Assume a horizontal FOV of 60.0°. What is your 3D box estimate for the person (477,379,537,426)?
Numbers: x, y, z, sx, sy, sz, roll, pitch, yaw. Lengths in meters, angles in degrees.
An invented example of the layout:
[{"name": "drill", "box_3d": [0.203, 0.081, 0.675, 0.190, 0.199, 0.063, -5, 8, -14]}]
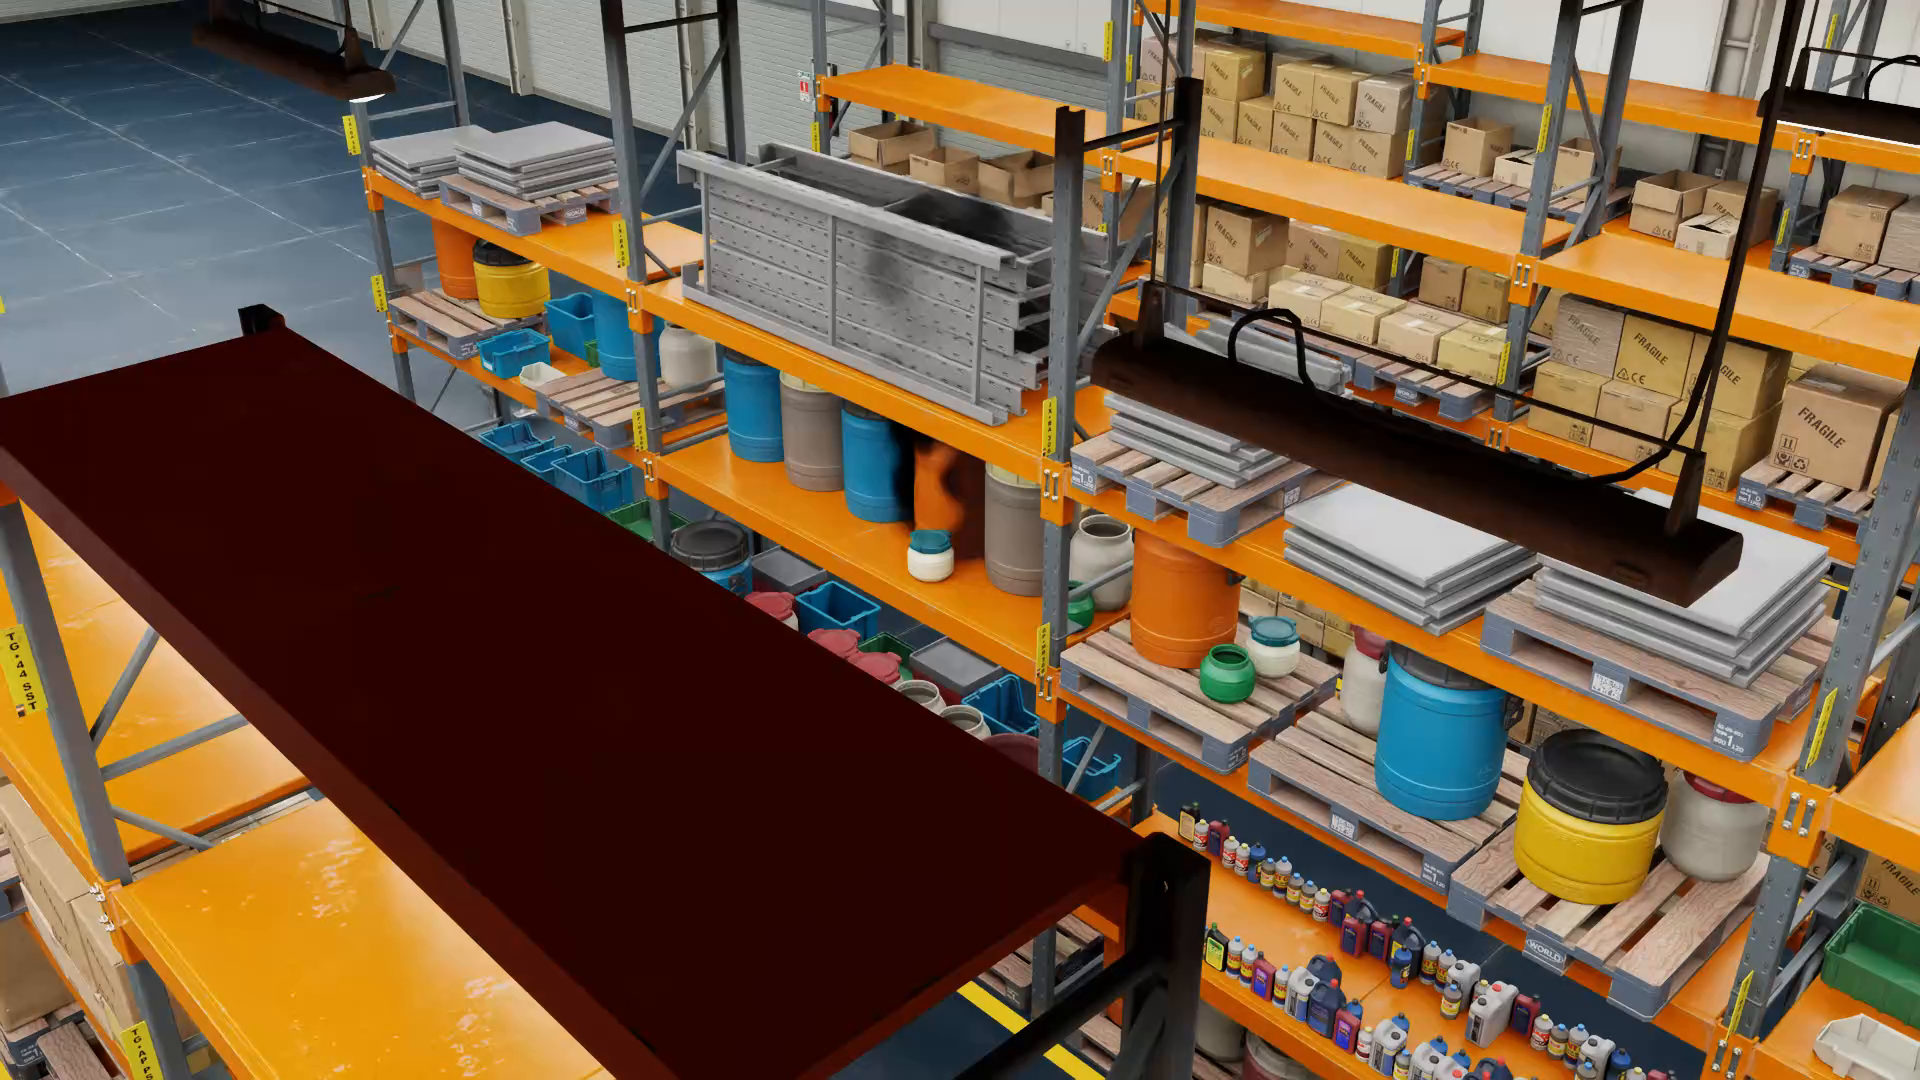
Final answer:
[{"name": "person", "box_3d": [-5.271, -2.074, 19.064, 0.665, 1.609, 0.543, -5, 29, -9]}]
